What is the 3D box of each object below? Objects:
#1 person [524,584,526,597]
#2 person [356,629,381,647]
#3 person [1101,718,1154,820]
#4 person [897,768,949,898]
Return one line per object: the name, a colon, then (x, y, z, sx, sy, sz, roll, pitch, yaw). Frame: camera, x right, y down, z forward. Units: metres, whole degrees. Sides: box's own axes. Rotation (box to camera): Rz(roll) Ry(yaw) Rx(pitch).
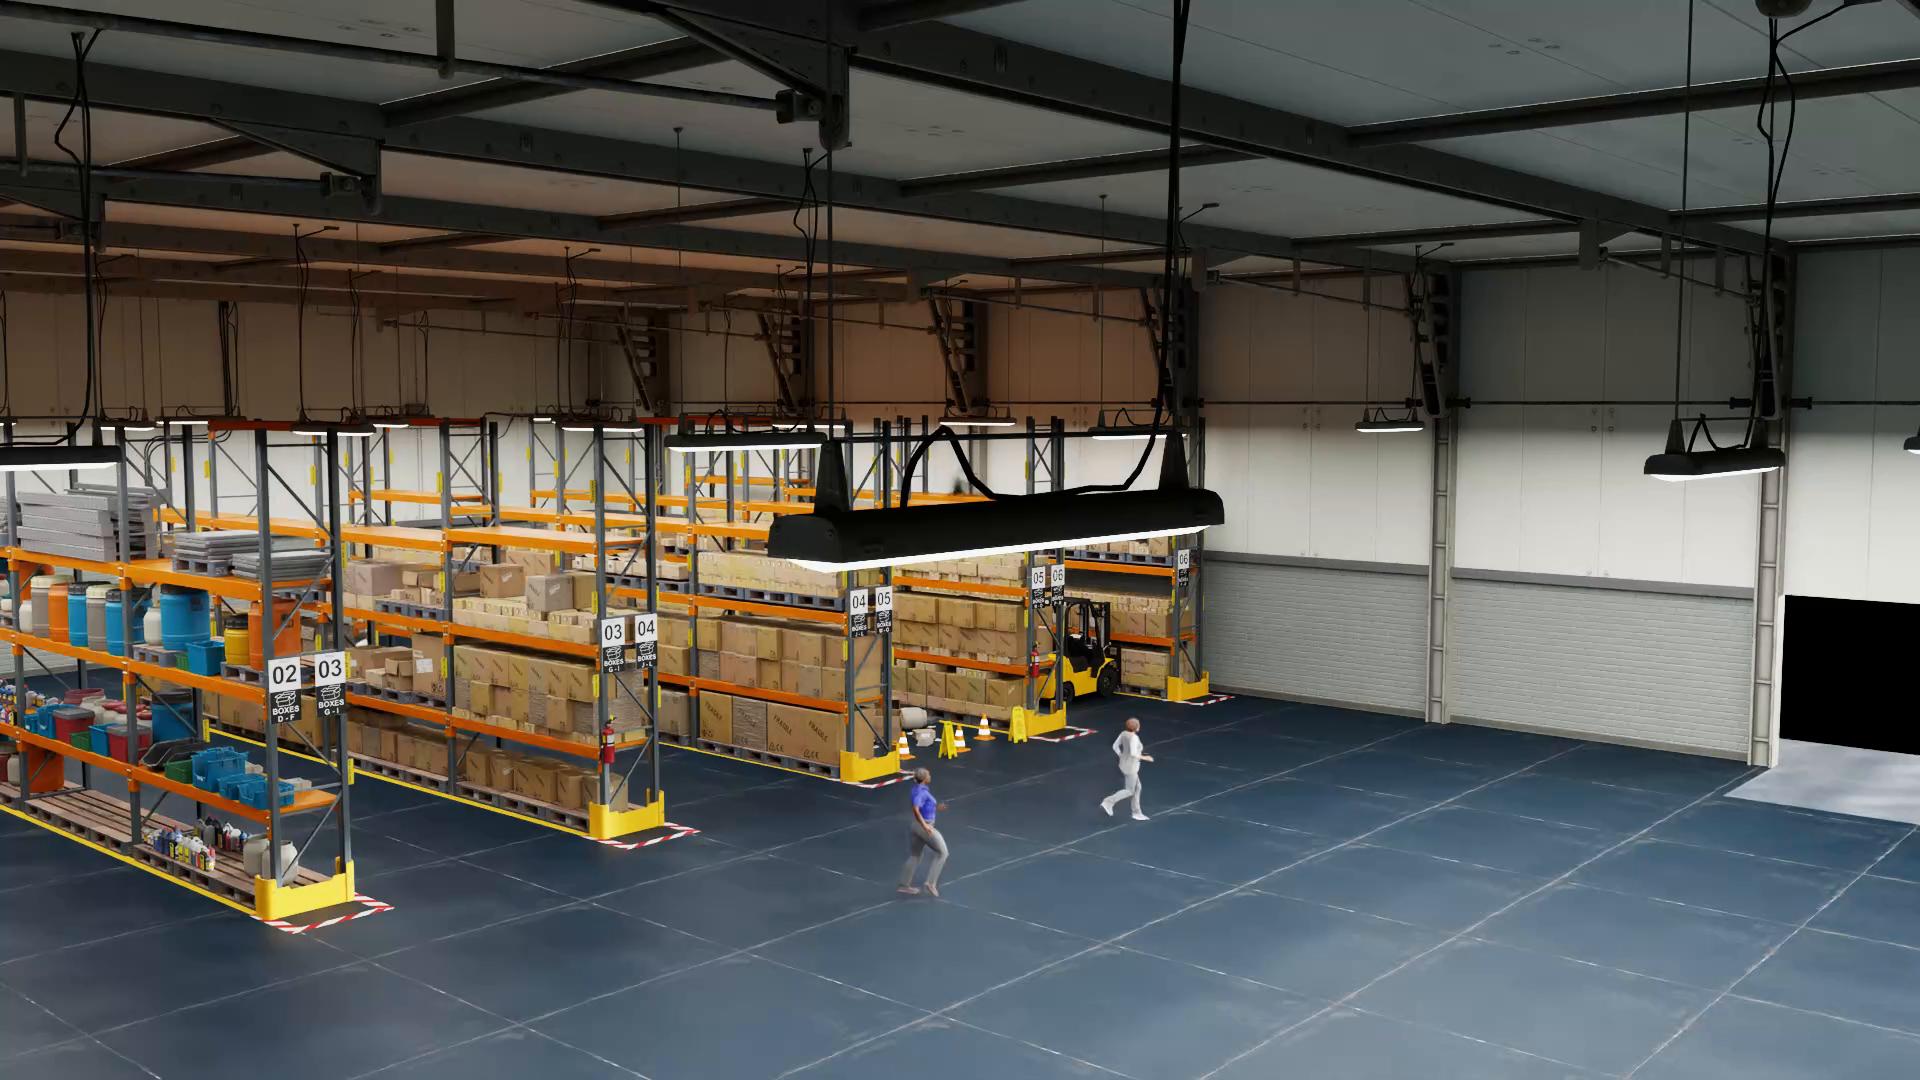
person: (-11.312, 1.870, 43.437, 0.547, 1.712, 0.773, -1, 5, -10)
person: (-12.211, 2.636, 34.537, 0.635, 1.644, 0.582, 3, 5, 30)
person: (2.483, 3.467, 25.059, 0.809, 1.589, 0.525, -2, 5, -18)
person: (-0.449, 3.745, 21.262, 0.705, 1.693, 0.542, -3, 5, -30)
